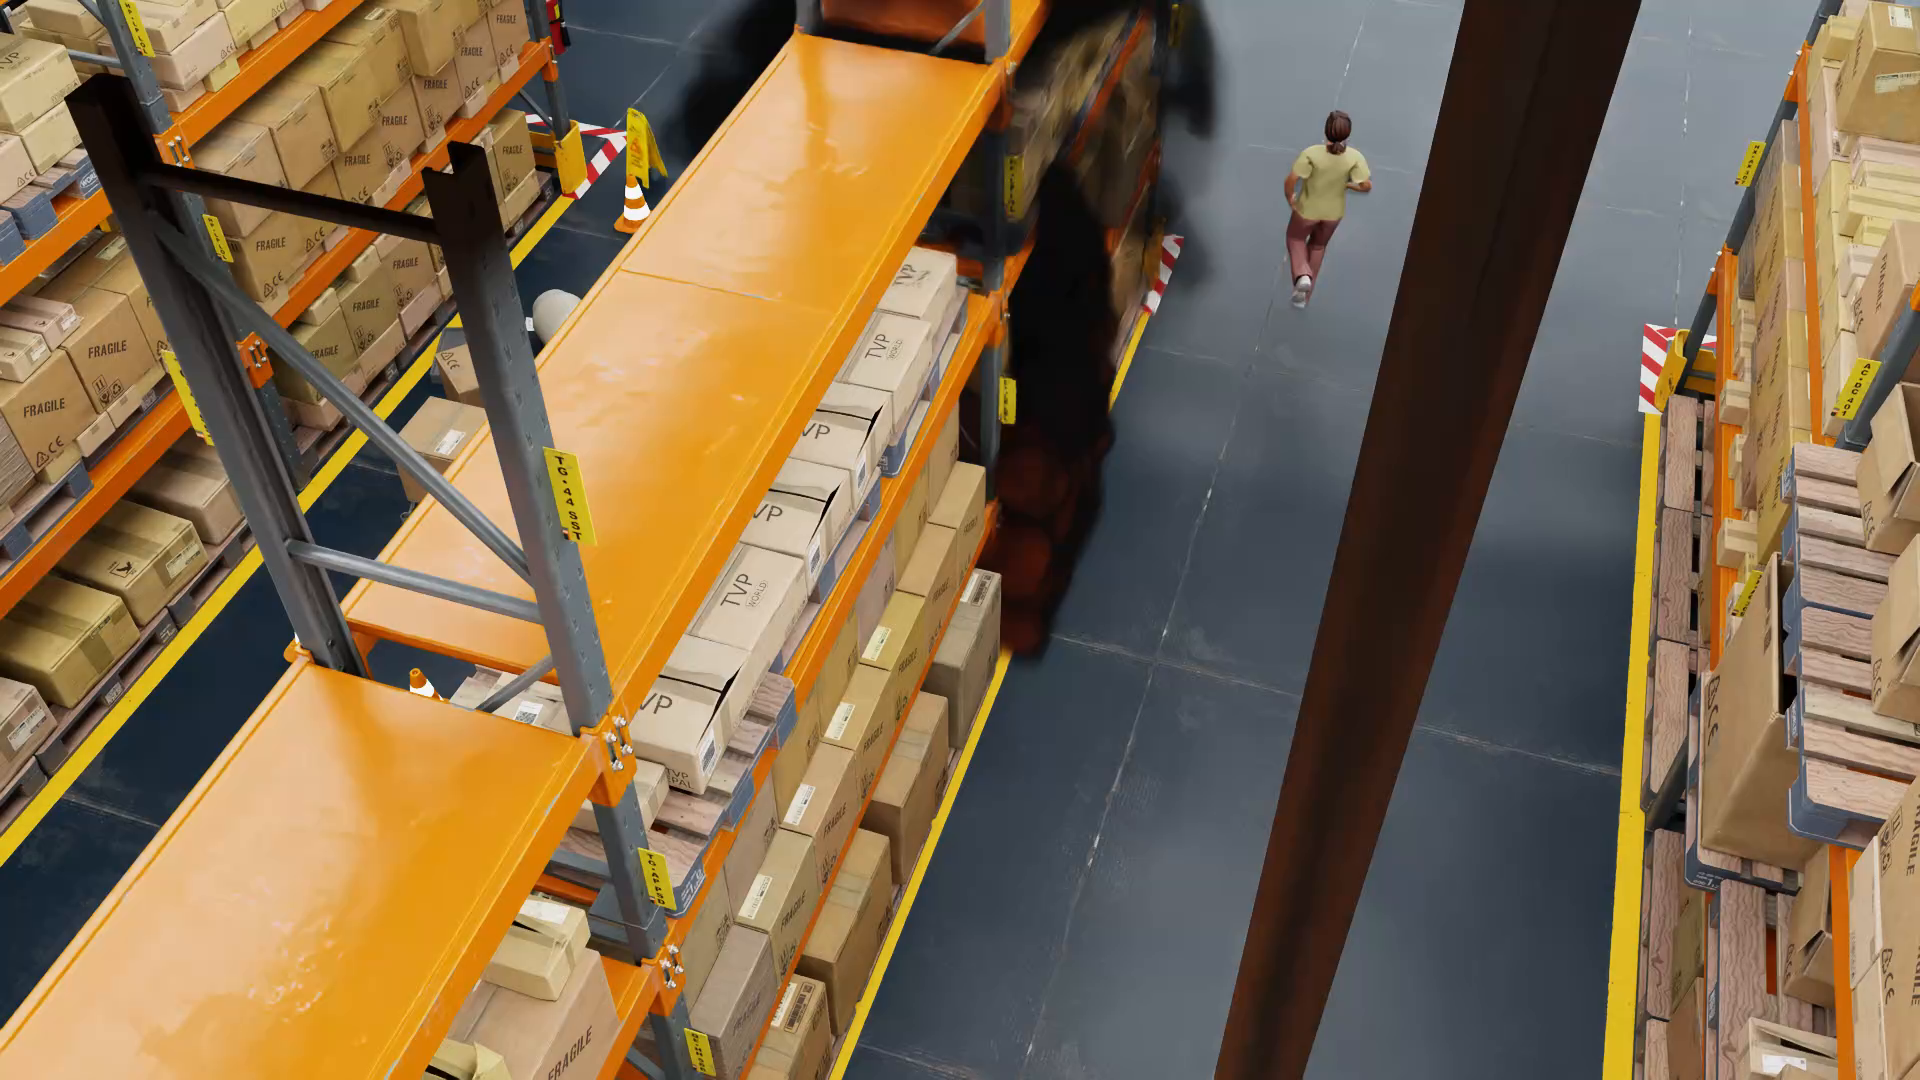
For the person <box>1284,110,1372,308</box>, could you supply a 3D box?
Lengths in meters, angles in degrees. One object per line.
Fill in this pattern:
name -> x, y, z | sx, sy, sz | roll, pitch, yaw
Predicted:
person -> 2.570, -2.309, 11.859 | 0.615, 1.644, 0.567 | 1, 46, 1
